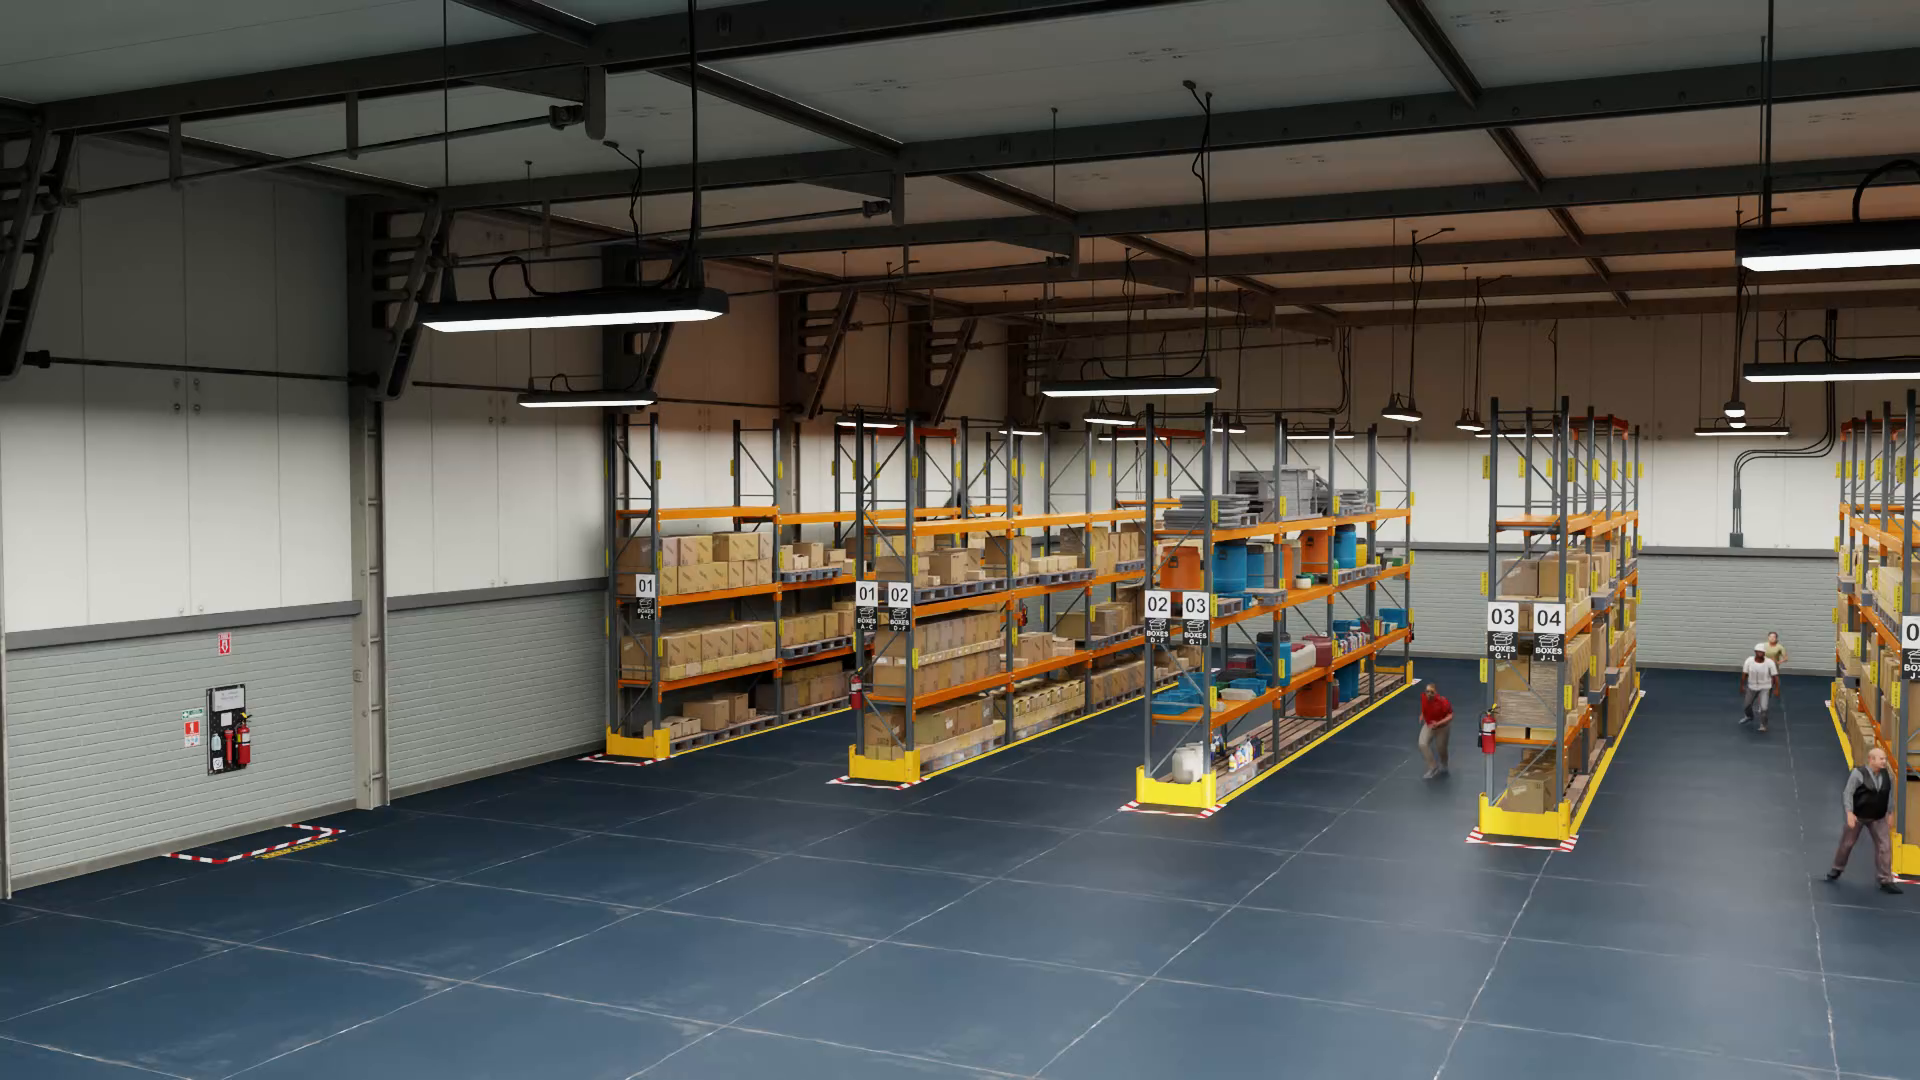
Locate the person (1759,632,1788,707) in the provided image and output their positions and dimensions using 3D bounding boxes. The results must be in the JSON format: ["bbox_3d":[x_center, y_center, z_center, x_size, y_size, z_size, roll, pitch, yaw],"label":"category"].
[{"bbox_3d":[16.922,2.733,34.670,0.604,1.672,0.900,1,3,31],"label":"person"}]

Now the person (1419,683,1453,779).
[{"bbox_3d":[7.781,3.070,27.075,0.675,1.568,1.093,2,3,37],"label":"person"}]

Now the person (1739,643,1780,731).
[{"bbox_3d":[15.349,2.810,31.920,0.826,1.687,0.706,2,3,40],"label":"person"}]

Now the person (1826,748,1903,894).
[{"bbox_3d":[10.892,3.323,19.958,0.679,1.681,0.879,0,2,0],"label":"person"}]
